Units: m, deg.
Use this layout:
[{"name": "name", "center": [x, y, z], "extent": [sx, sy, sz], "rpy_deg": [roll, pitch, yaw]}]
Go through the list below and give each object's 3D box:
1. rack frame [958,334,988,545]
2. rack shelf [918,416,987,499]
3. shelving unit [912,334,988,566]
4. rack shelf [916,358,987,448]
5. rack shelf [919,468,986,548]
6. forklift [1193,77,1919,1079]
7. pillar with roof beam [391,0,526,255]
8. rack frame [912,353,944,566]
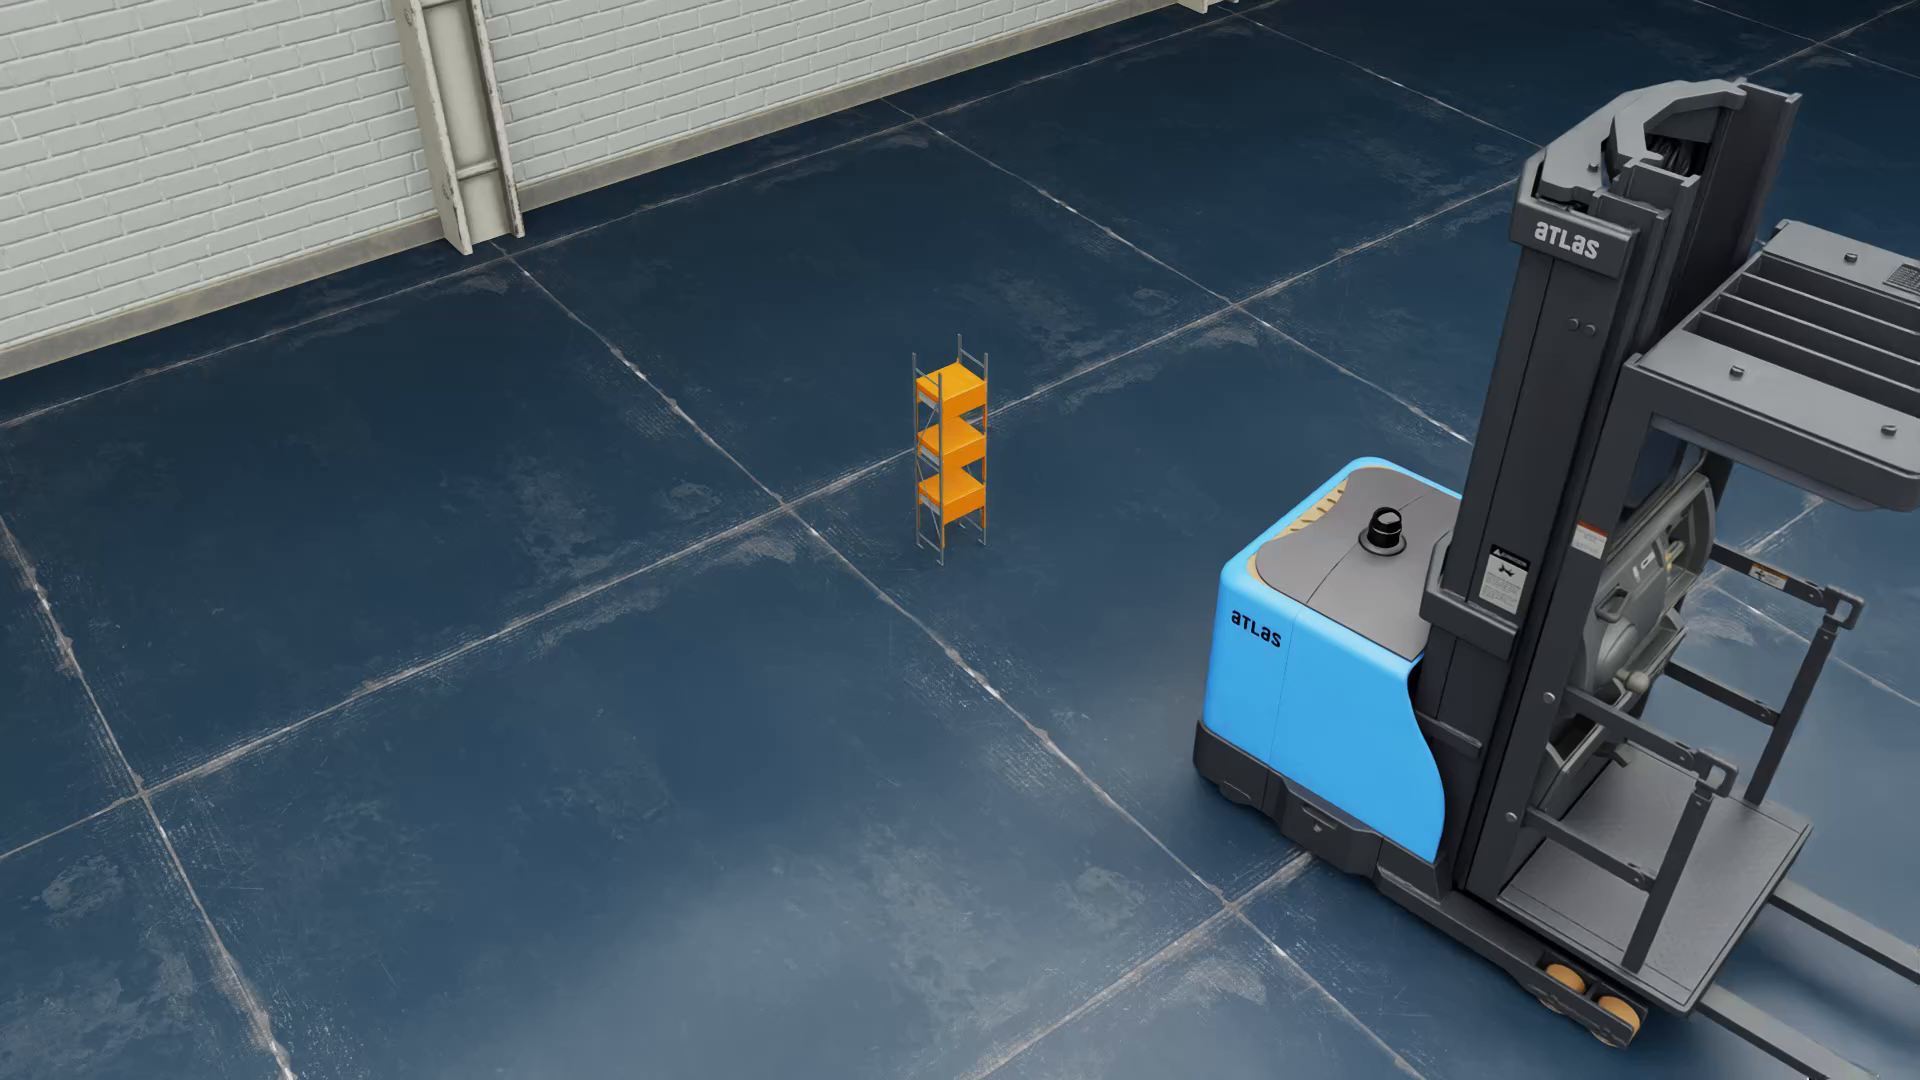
[{"name": "rack frame", "center": [0.054, -0.432, 7.449], "extent": [0.008, 1.050, 0.200], "rpy_deg": [-26, 46, -28]}, {"name": "rack shelf", "center": [-0.042, -0.377, 7.399], "extent": [0.240, 0.259, 0.215], "rpy_deg": [-26, 46, -28]}, {"name": "shelving unit", "center": [-0.042, -0.385, 7.392], "extent": [0.252, 1.050, 0.215], "rpy_deg": [-26, 46, -28]}, {"name": "rack shelf", "center": [-0.042, -0.596, 7.219], "extent": [0.240, 0.259, 0.215], "rpy_deg": [-26, 46, -28]}, {"name": "rack shelf", "center": [-0.042, -0.162, 7.575], "extent": [0.240, 0.259, 0.215], "rpy_deg": [-26, 46, -28]}, {"name": "forklift", "center": [2.346, 0.206, 5.188], "extent": [3.031, 2.935, 1.130], "rpy_deg": [30, 48, 32]}, {"name": "pillar with roof beam", "center": [-0.232, -3.144, 4.487], "extent": [0.400, 9.000, 9.100], "rpy_deg": [-26, 46, -28]}, {"name": "rack frame", "center": [-0.139, -0.338, 7.334], "extent": [0.008, 1.050, 0.200], "rpy_deg": [-26, 46, -28]}]
